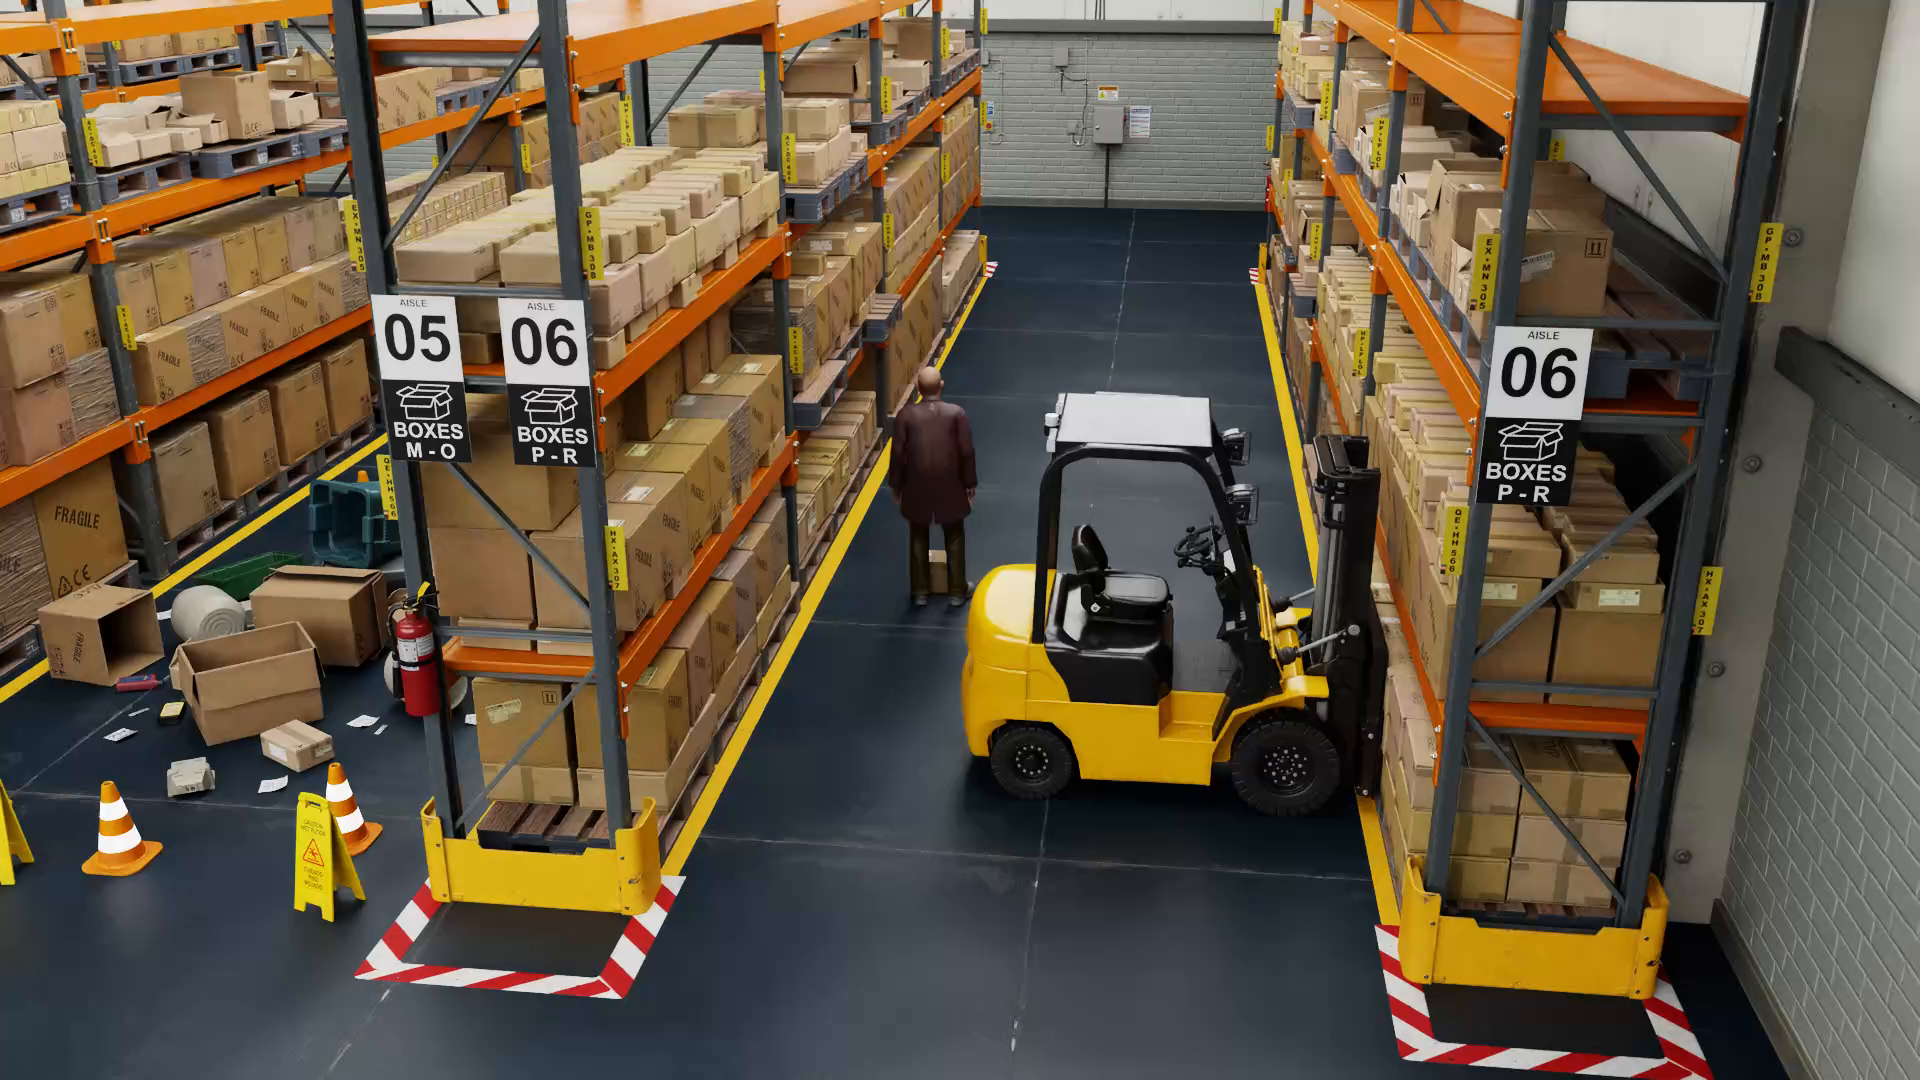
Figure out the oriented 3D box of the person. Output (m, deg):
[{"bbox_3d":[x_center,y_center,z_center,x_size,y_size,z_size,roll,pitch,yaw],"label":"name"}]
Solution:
[{"bbox_3d":[-0.197,-0.389,12.125,0.651,1.773,0.431,1,21,2],"label":"person"}]
